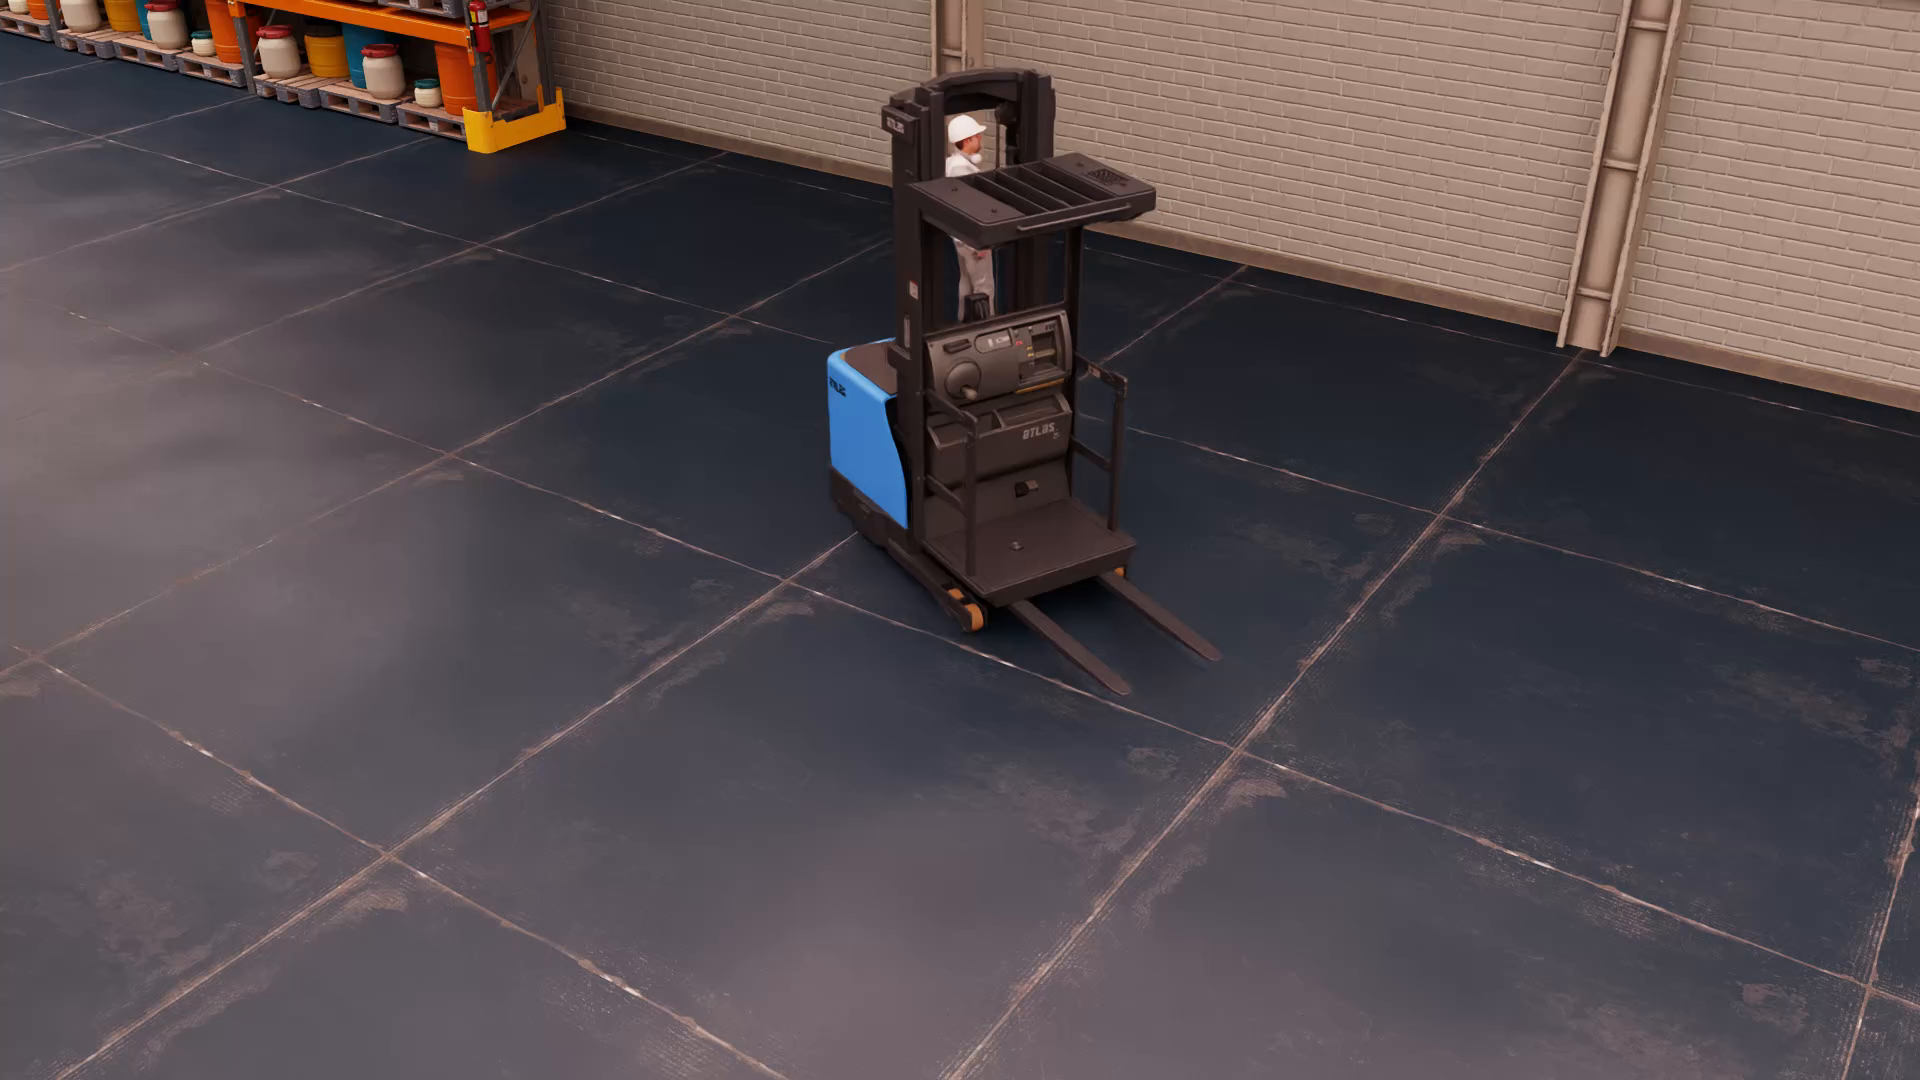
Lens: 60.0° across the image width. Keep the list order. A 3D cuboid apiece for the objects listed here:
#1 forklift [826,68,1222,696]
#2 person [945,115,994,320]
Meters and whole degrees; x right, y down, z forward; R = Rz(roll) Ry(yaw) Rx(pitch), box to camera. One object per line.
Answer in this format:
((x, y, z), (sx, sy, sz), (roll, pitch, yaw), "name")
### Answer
((0.344, -1.003, 9.308), (1.130, 2.935, 3.031), (-17, 34, -27), "forklift")
((0.156, -2.380, 12.824), (0.566, 1.778, 0.639), (-4, 30, -7), "person")
